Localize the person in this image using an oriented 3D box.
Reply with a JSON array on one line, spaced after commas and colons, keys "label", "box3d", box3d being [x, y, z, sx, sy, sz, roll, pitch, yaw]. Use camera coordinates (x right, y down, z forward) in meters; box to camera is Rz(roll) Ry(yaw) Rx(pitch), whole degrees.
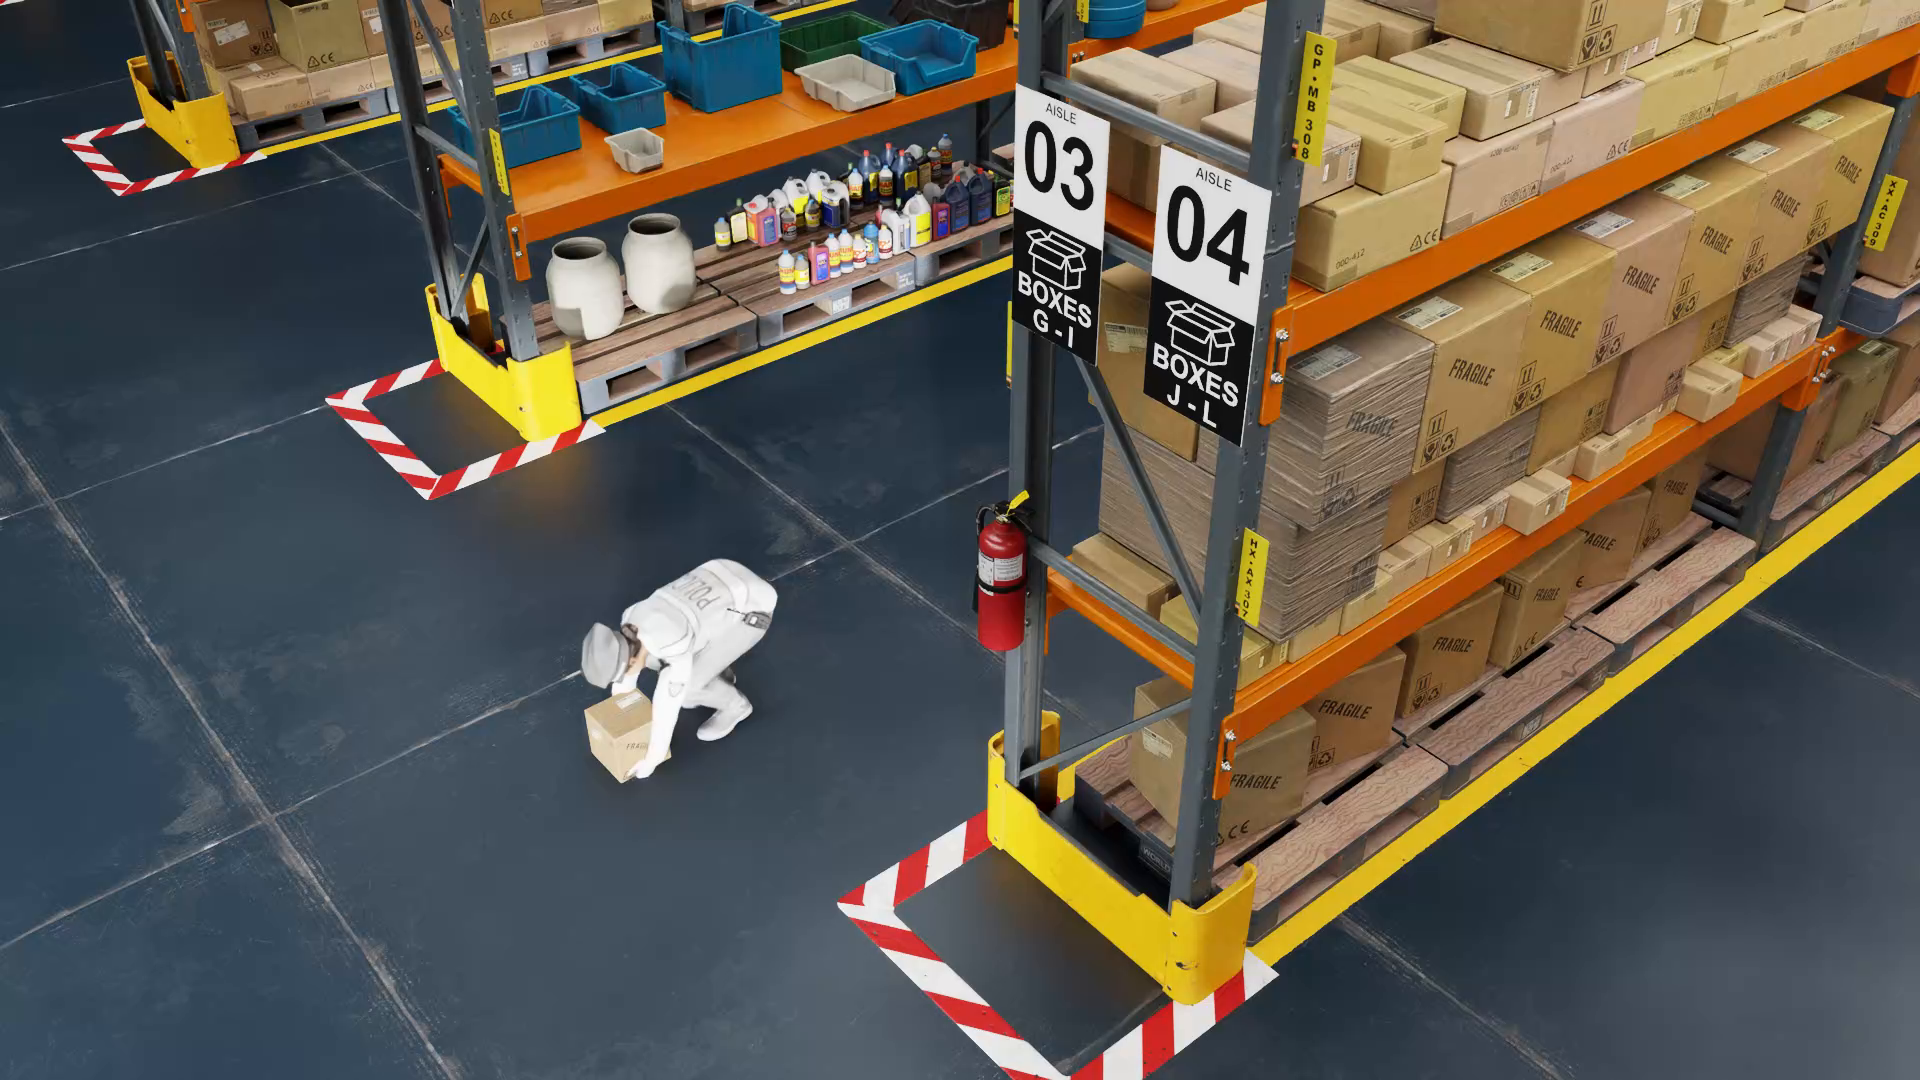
[{"label": "person", "box3d": [-1.195, 0.523, 7.152, 0.914, 0.761, 0.448, -28, 44, -32]}]
